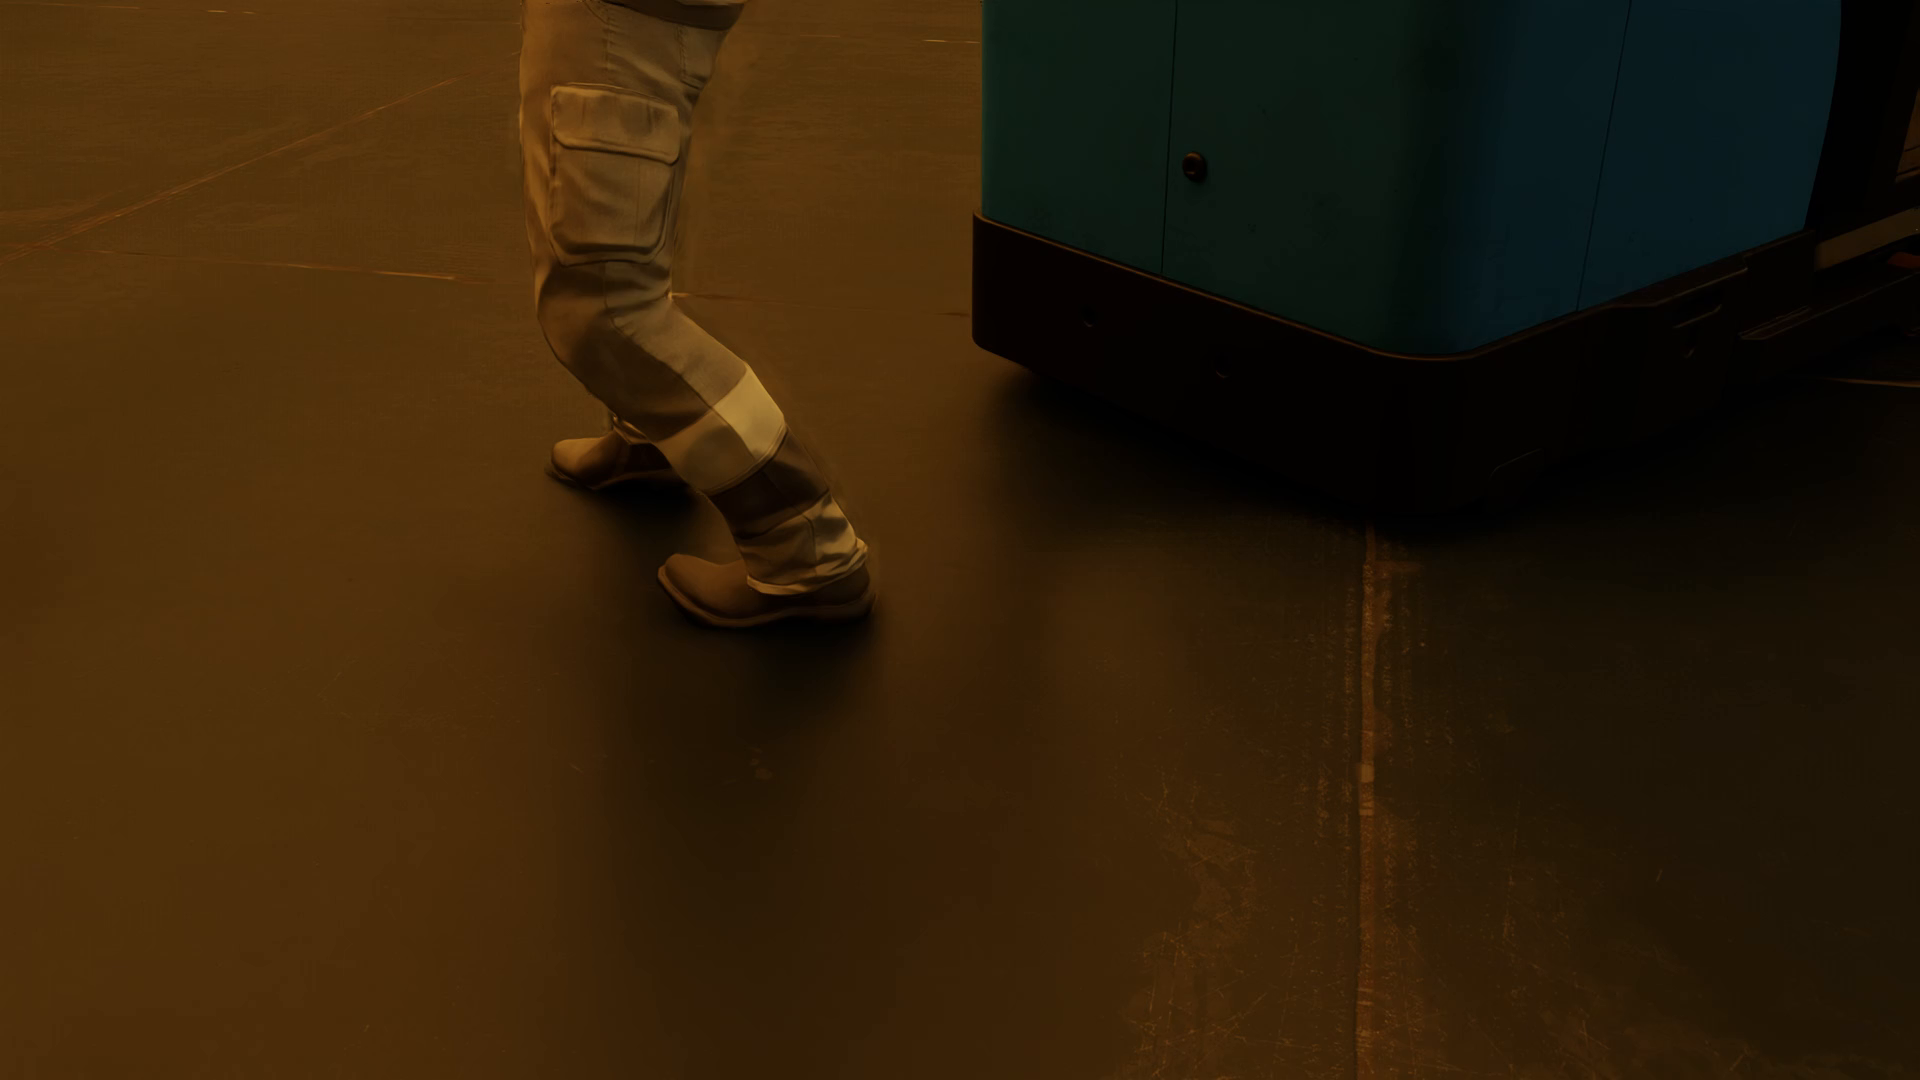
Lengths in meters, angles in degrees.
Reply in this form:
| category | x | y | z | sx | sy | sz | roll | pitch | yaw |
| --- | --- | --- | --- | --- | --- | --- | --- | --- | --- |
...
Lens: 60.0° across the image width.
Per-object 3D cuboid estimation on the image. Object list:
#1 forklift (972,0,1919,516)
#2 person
| category | x | y | z | sx | sy | sz | roll | pitch | yaw |
| --- | --- | --- | --- | --- | --- | --- | --- | --- | --- |
| forklift | 1.485 | -1.874 | 2.960 | 3.031 | 2.935 | 1.130 | -20 | 33 | -34 |
| person | -0.478 | -0.792 | 2.258 | 0.783 | 1.670 | 0.849 | 3 | 27 | 5 |
